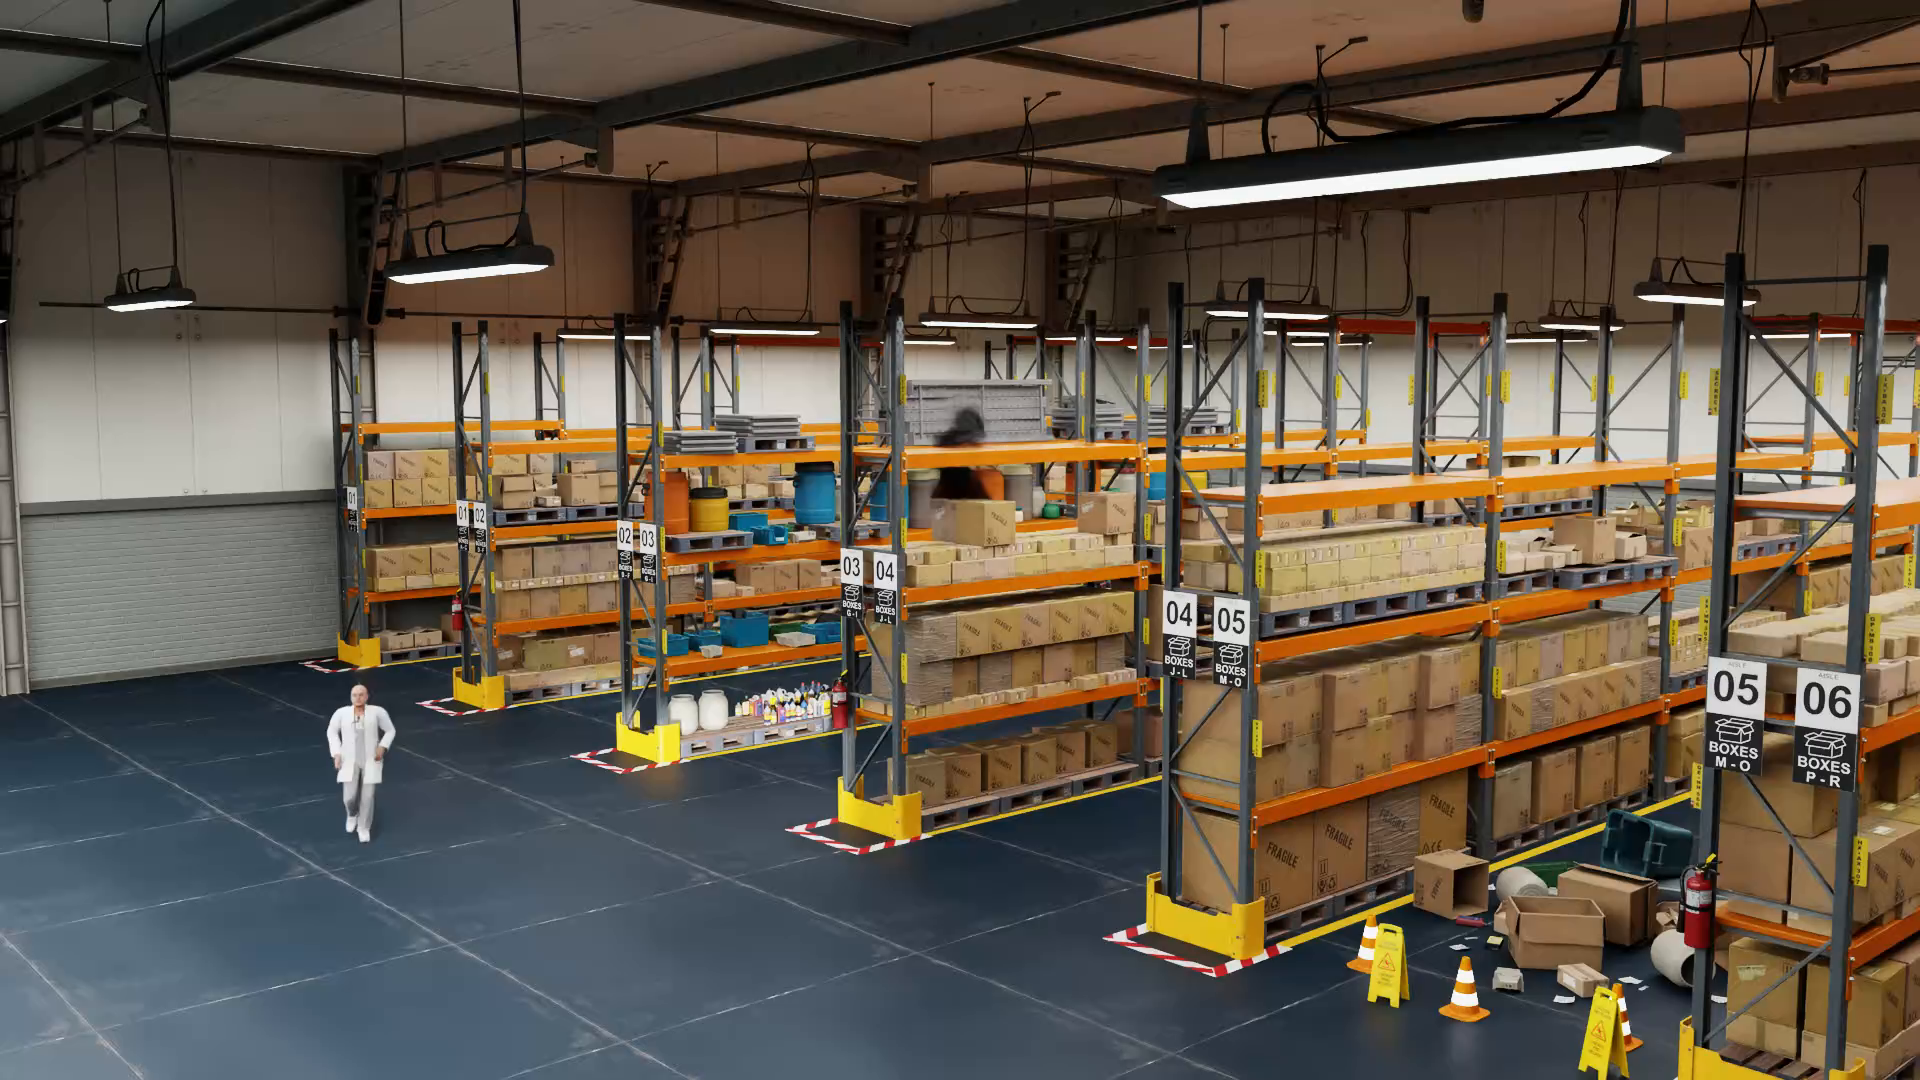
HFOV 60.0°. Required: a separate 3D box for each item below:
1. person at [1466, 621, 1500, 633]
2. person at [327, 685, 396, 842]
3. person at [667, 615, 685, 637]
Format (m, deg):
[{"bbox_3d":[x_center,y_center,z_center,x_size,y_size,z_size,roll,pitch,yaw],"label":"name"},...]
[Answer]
[{"bbox_3d":[7.583,1.884,24.058,0.693,1.819,0.895,5,8,43],"label":"person"},{"bbox_3d":[-6.658,2.473,18.527,0.727,1.747,0.633,-2,6,-18],"label":"person"},{"bbox_3d":[-5.381,1.260,30.653,0.903,1.747,0.675,-5,8,-43],"label":"person"}]
